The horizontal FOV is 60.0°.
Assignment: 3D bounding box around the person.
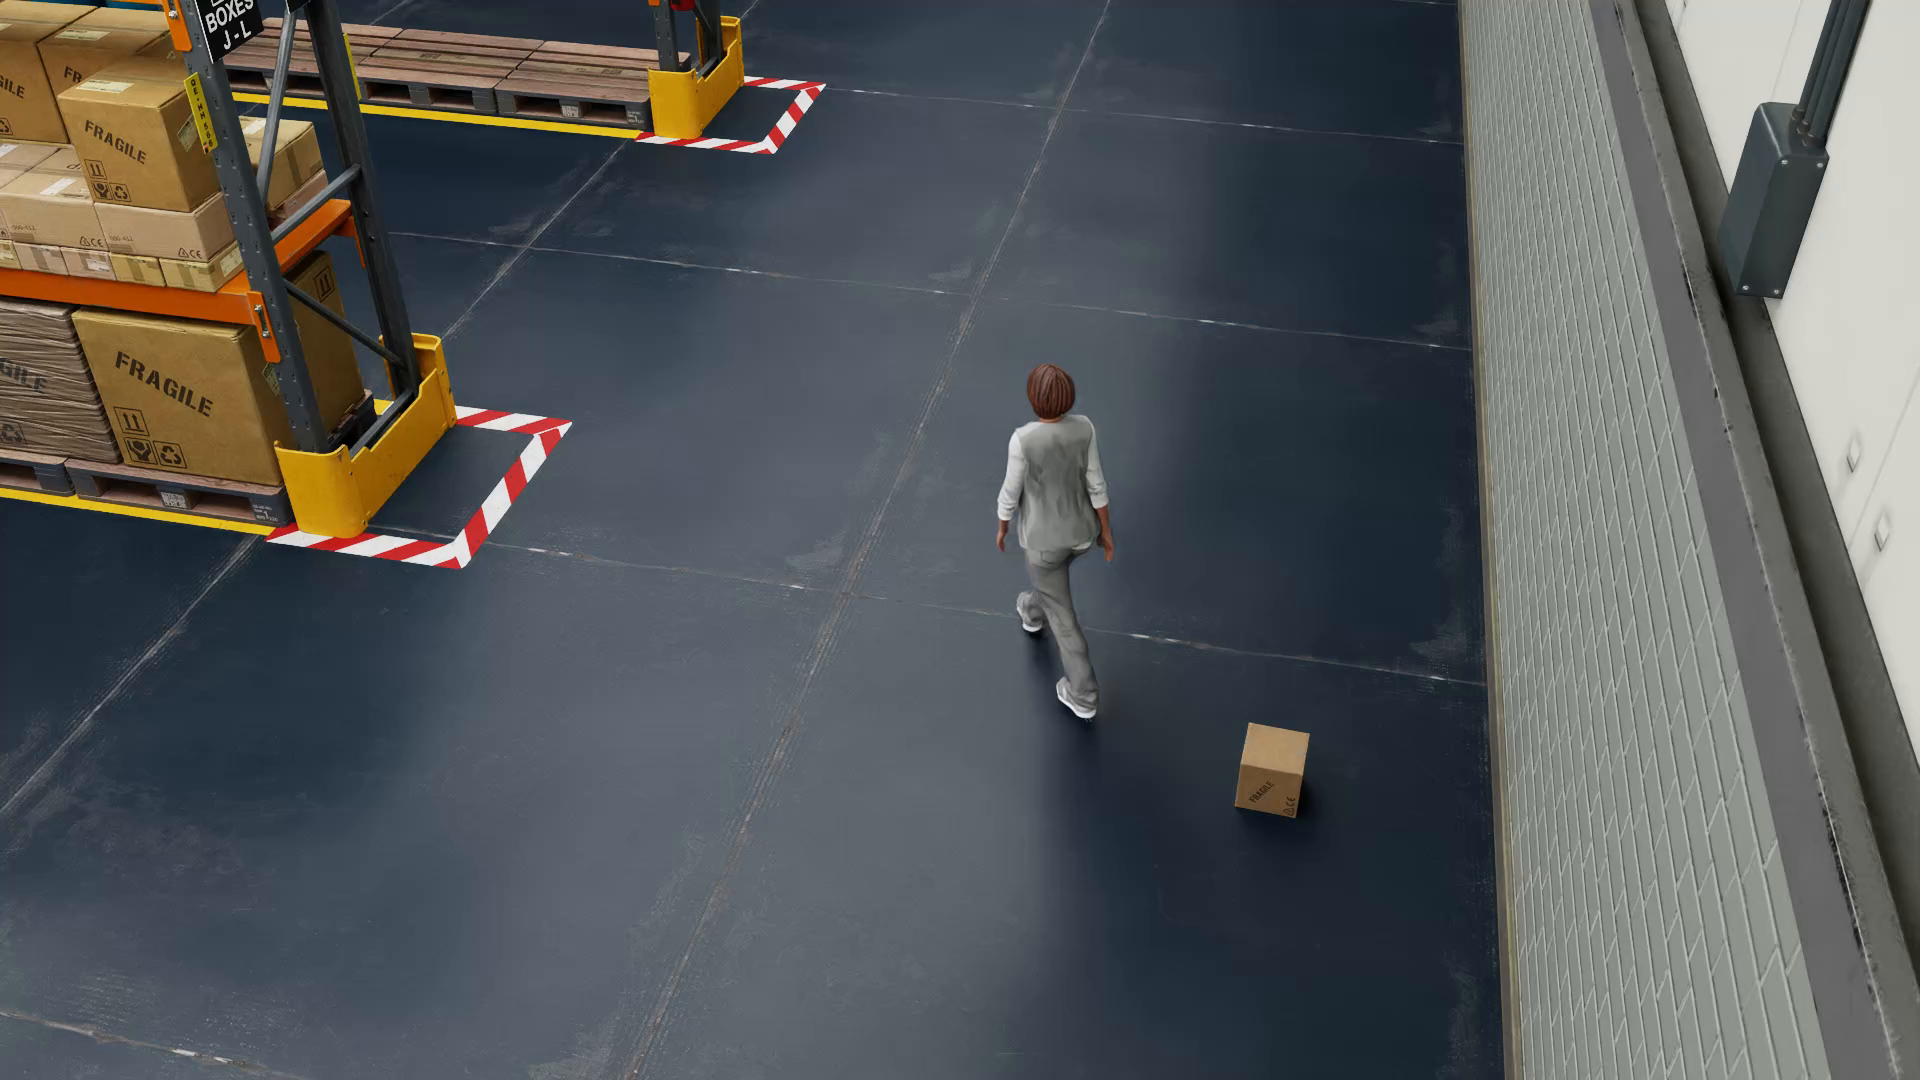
[{"bbox_3d":[0.384,-0.281,6.825,0.444,0.903,0.362,-17,40,-21],"label":"person"}]
